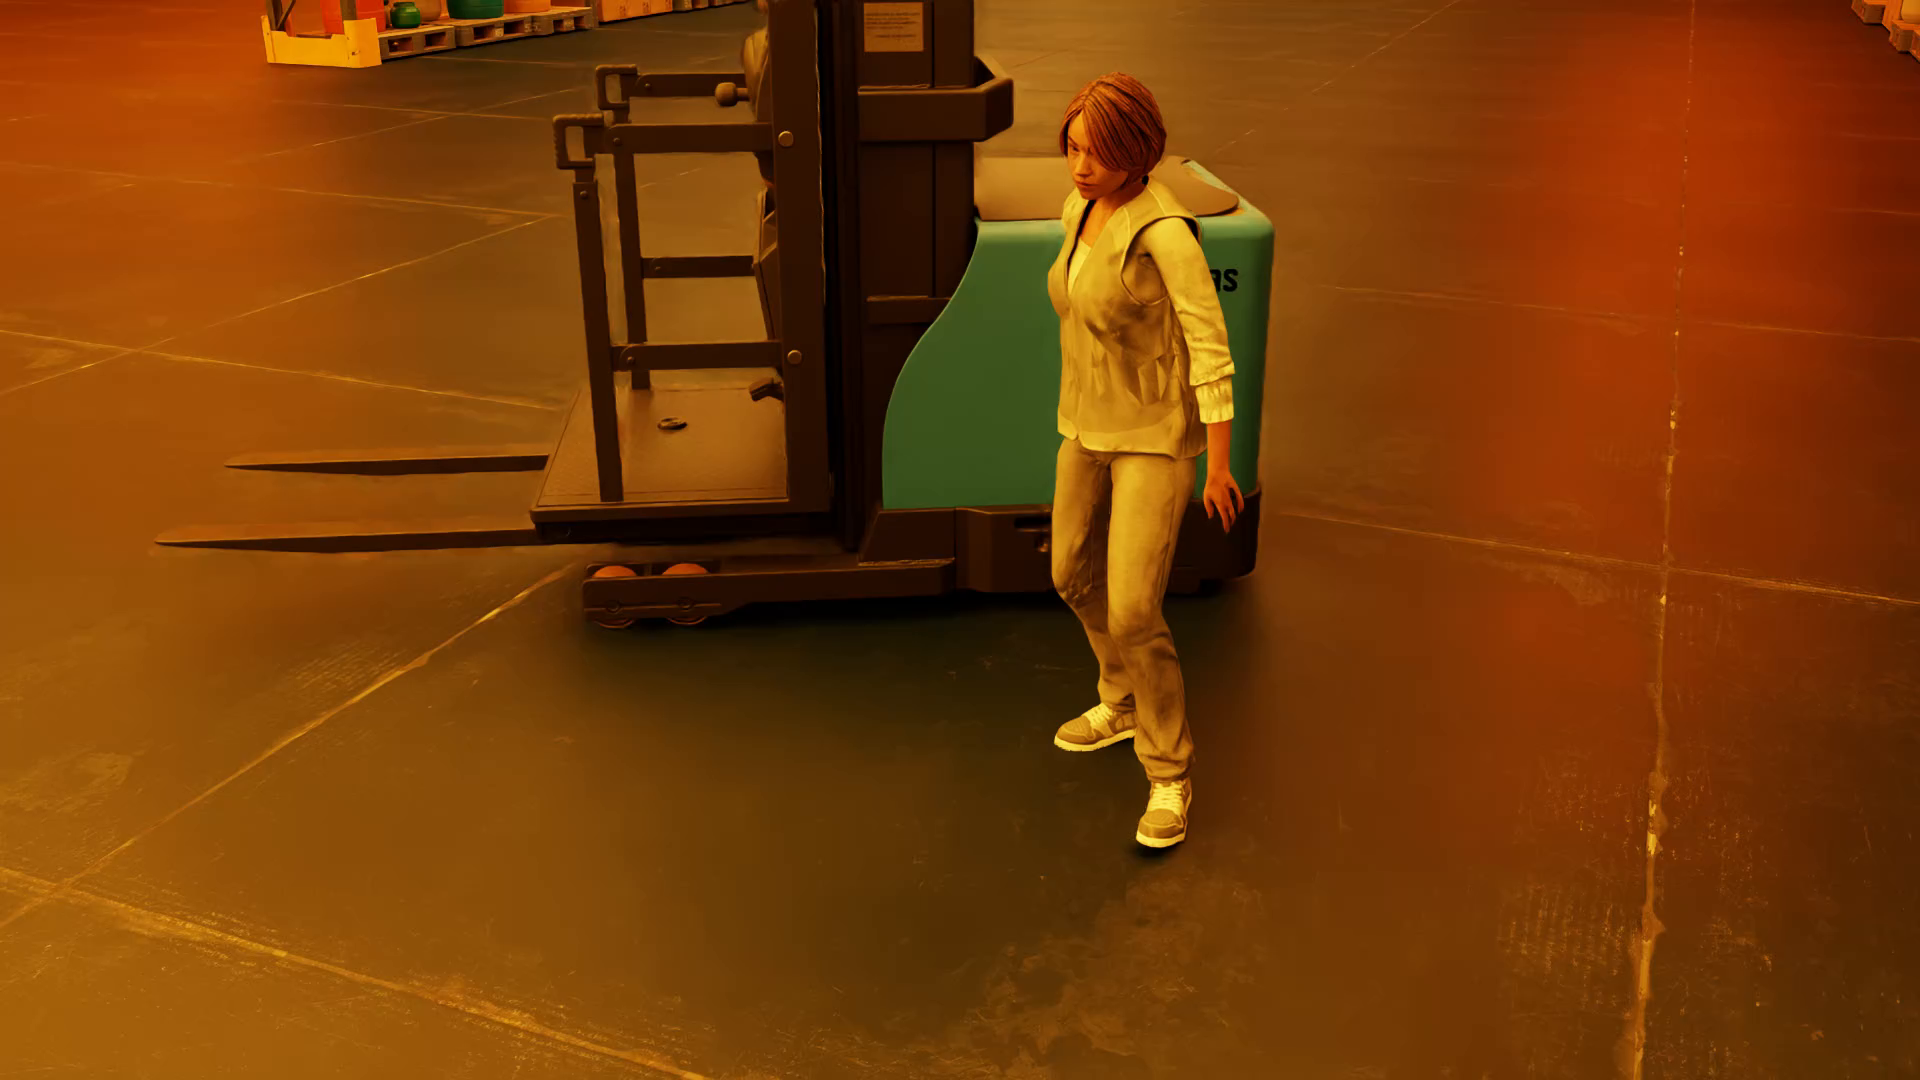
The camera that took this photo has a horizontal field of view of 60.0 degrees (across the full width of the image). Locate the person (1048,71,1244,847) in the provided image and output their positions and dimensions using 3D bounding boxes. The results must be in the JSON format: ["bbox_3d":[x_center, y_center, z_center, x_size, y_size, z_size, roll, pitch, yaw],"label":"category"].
[{"bbox_3d":[0.367,-0.192,3.543,0.390,1.569,0.727,-11,25,-25],"label":"person"}]

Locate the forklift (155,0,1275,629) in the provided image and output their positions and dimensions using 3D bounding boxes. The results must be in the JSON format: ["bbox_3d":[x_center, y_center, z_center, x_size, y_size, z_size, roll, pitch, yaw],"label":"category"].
[{"bbox_3d":[-0.707,-1.326,4.464,3.031,2.935,1.130,-2,23,-5],"label":"forklift"}]
